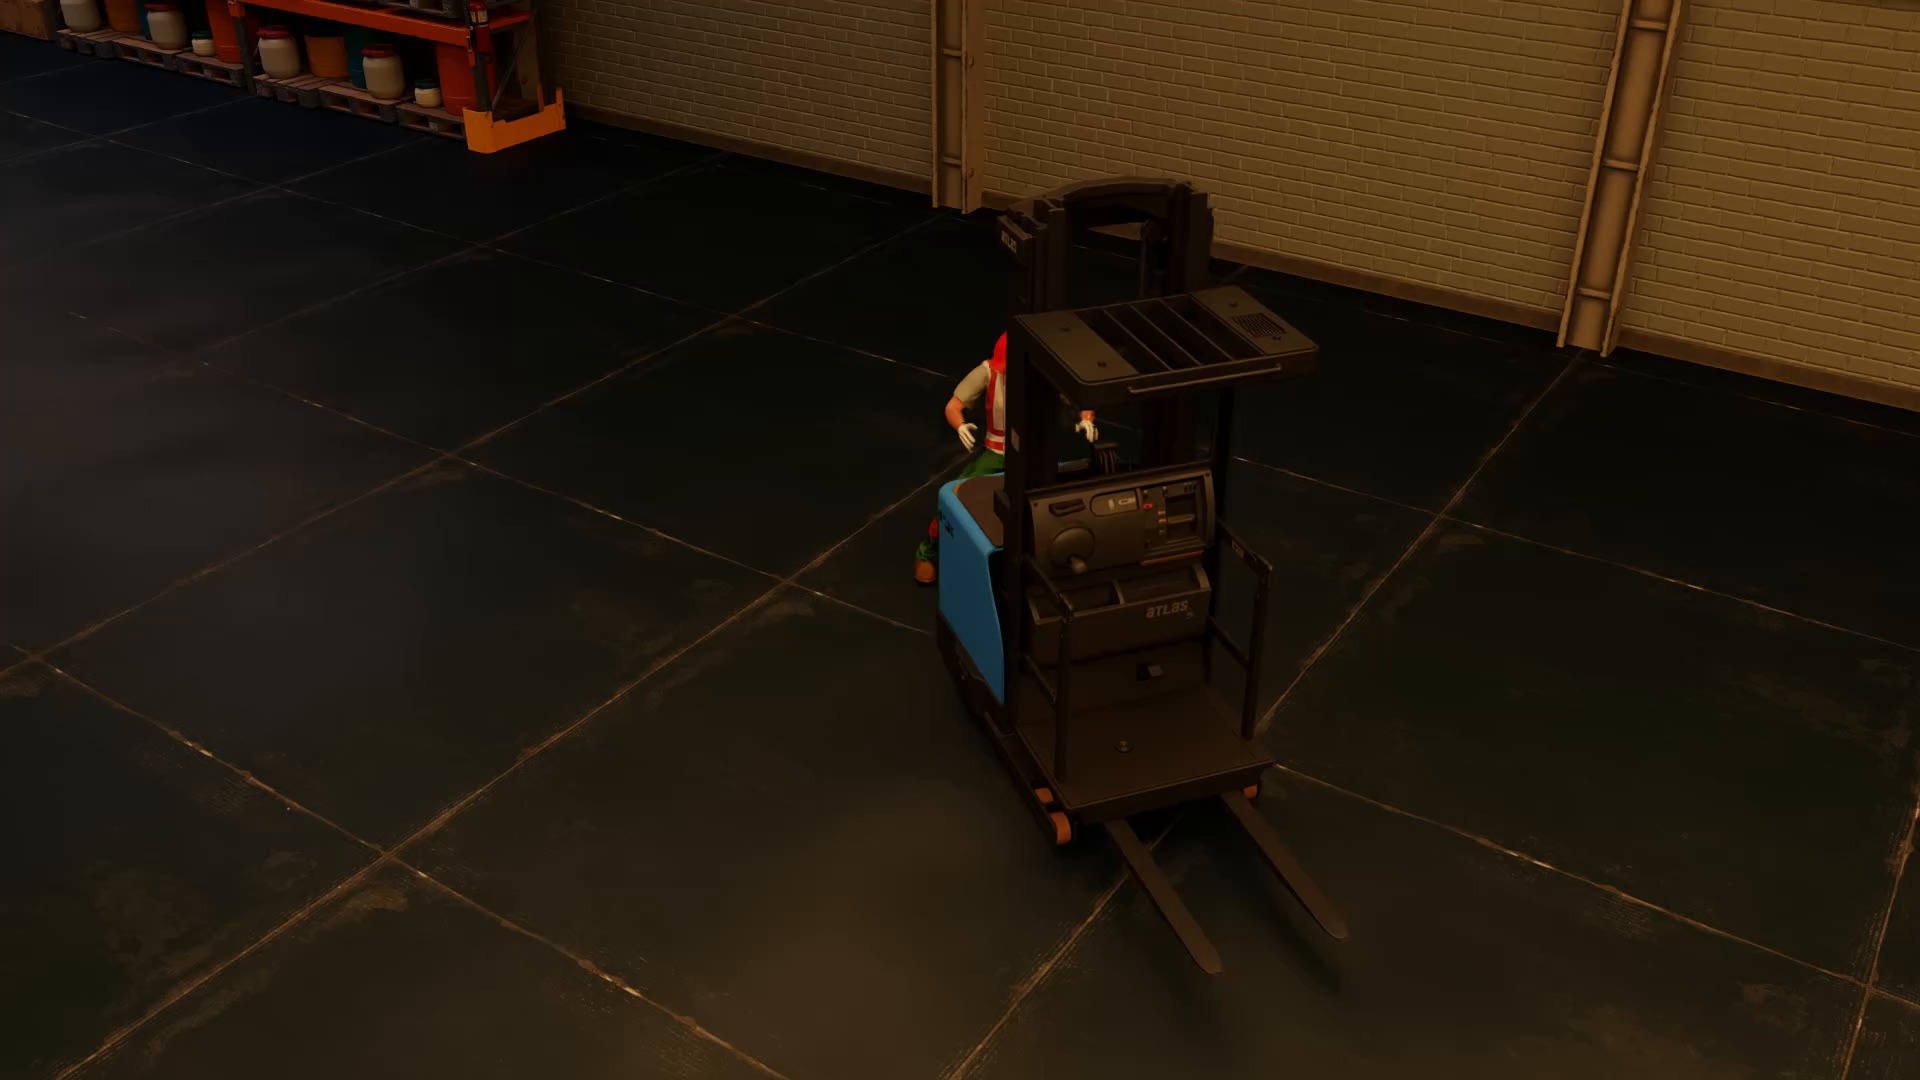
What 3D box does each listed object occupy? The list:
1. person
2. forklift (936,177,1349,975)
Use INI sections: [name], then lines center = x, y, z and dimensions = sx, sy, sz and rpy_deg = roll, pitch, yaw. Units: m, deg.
[person]
center = 0.348, -0.494, 9.812
dimensions = 1.232, 1.547, 0.690
rpy_deg = 7, 31, 11
[forklift]
center = 0.844, -0.035, 7.642
dimensions = 1.130, 2.935, 3.031
rpy_deg = -10, 32, -17
